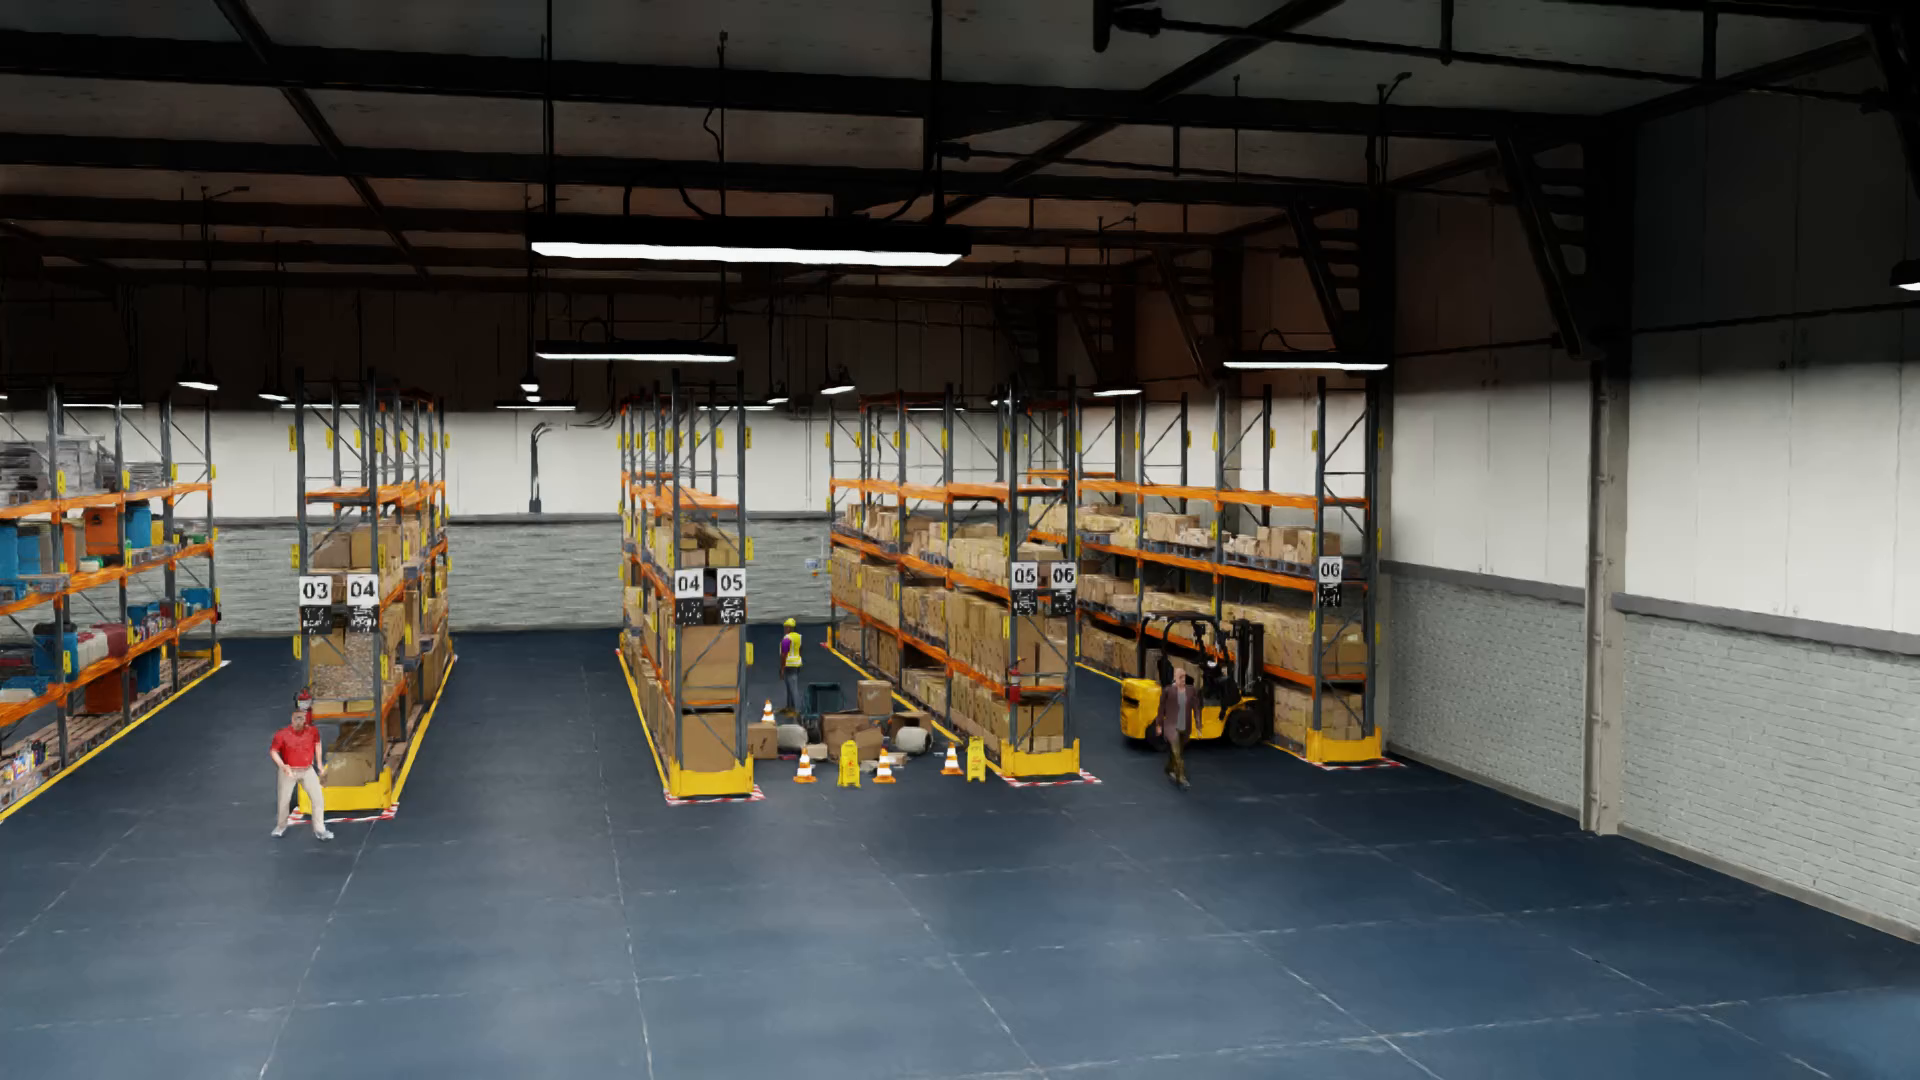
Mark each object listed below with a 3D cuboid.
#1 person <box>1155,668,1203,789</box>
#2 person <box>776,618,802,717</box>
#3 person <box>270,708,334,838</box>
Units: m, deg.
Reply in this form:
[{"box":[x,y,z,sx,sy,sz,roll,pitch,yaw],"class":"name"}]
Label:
[{"box":[3.189,2.699,24.069,0.599,1.725,1.111,-1,4,-15],"class":"person"},{"box":[-3.117,2.298,30.270,0.580,1.763,0.673,1,4,17],"class":"person"},{"box":[-8.321,2.914,20.929,0.701,1.662,0.852,-2,4,-30],"class":"person"}]
